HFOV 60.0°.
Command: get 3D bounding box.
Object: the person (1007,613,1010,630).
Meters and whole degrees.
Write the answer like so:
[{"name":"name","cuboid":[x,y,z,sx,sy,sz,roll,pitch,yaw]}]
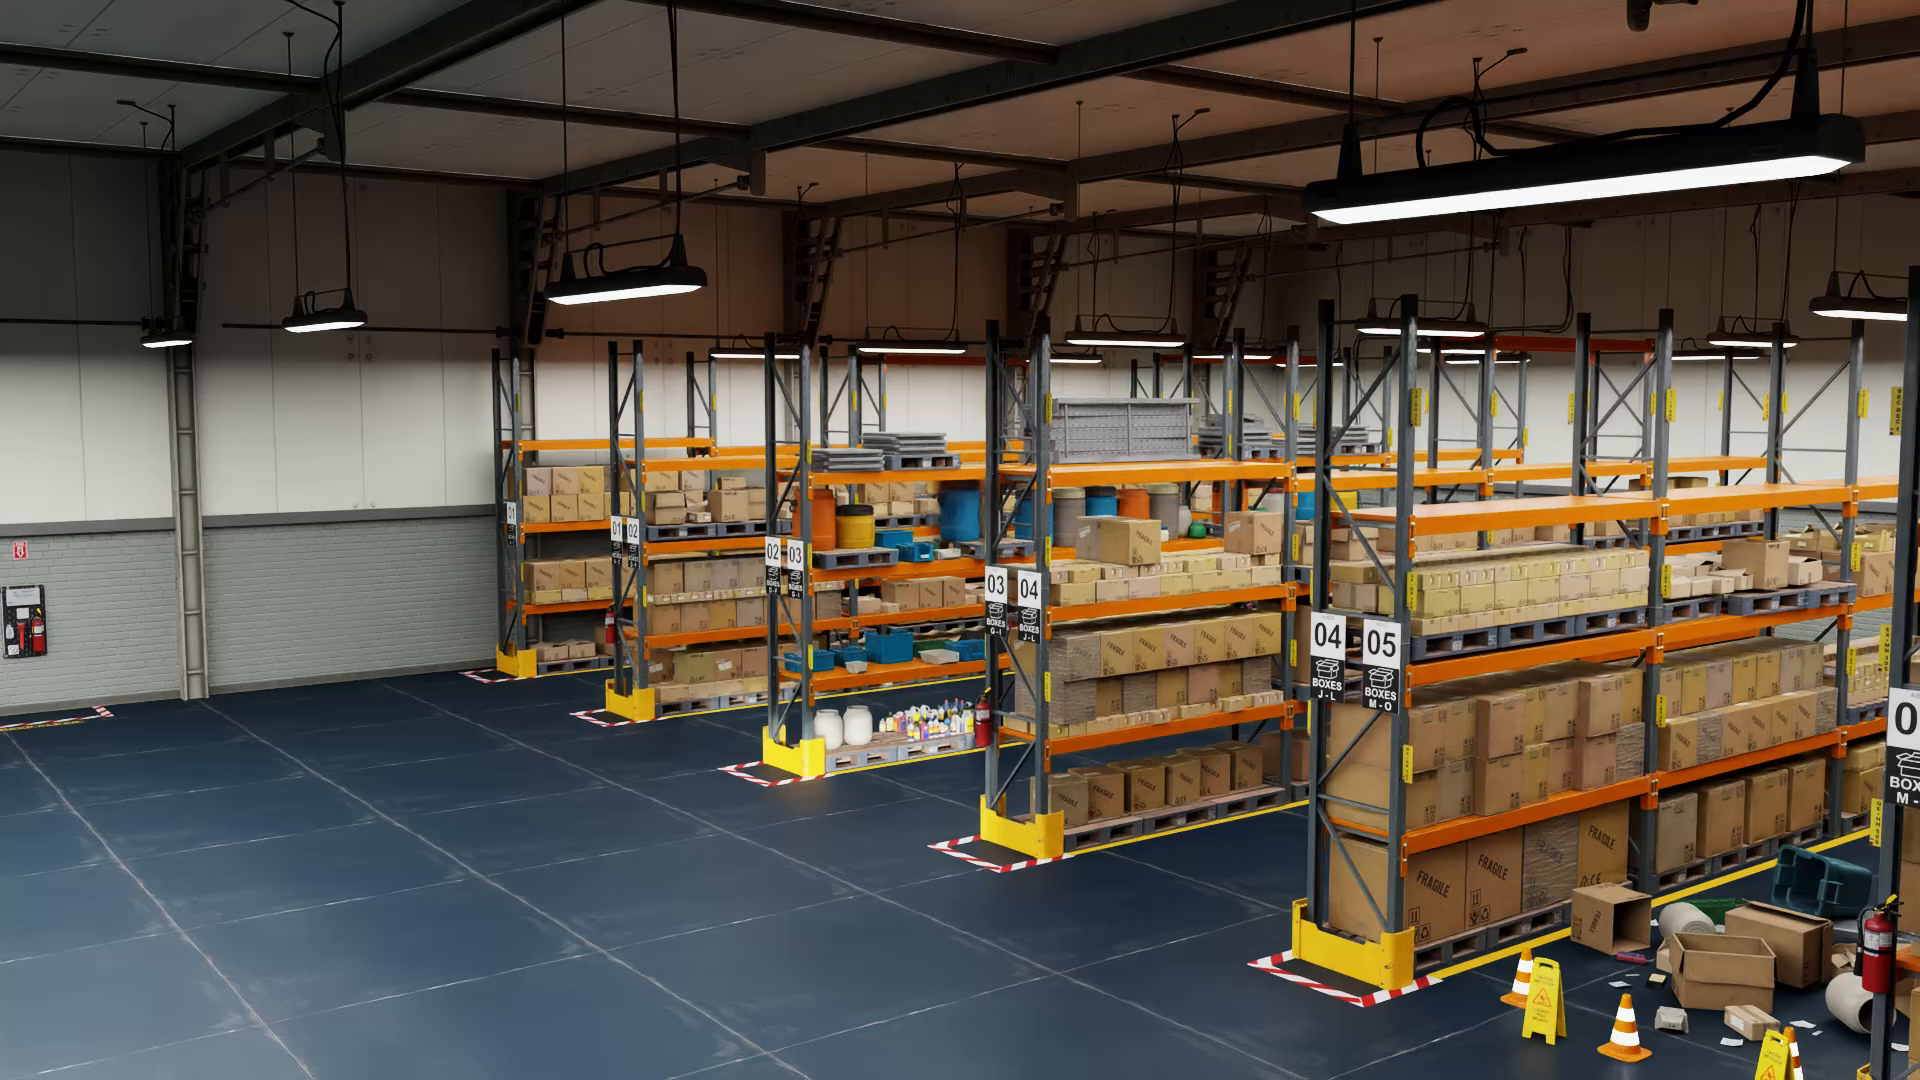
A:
[{"name":"person","cuboid":[0.872,1.160,35.526,0.541,1.727,1.144,5,7,43]}]
